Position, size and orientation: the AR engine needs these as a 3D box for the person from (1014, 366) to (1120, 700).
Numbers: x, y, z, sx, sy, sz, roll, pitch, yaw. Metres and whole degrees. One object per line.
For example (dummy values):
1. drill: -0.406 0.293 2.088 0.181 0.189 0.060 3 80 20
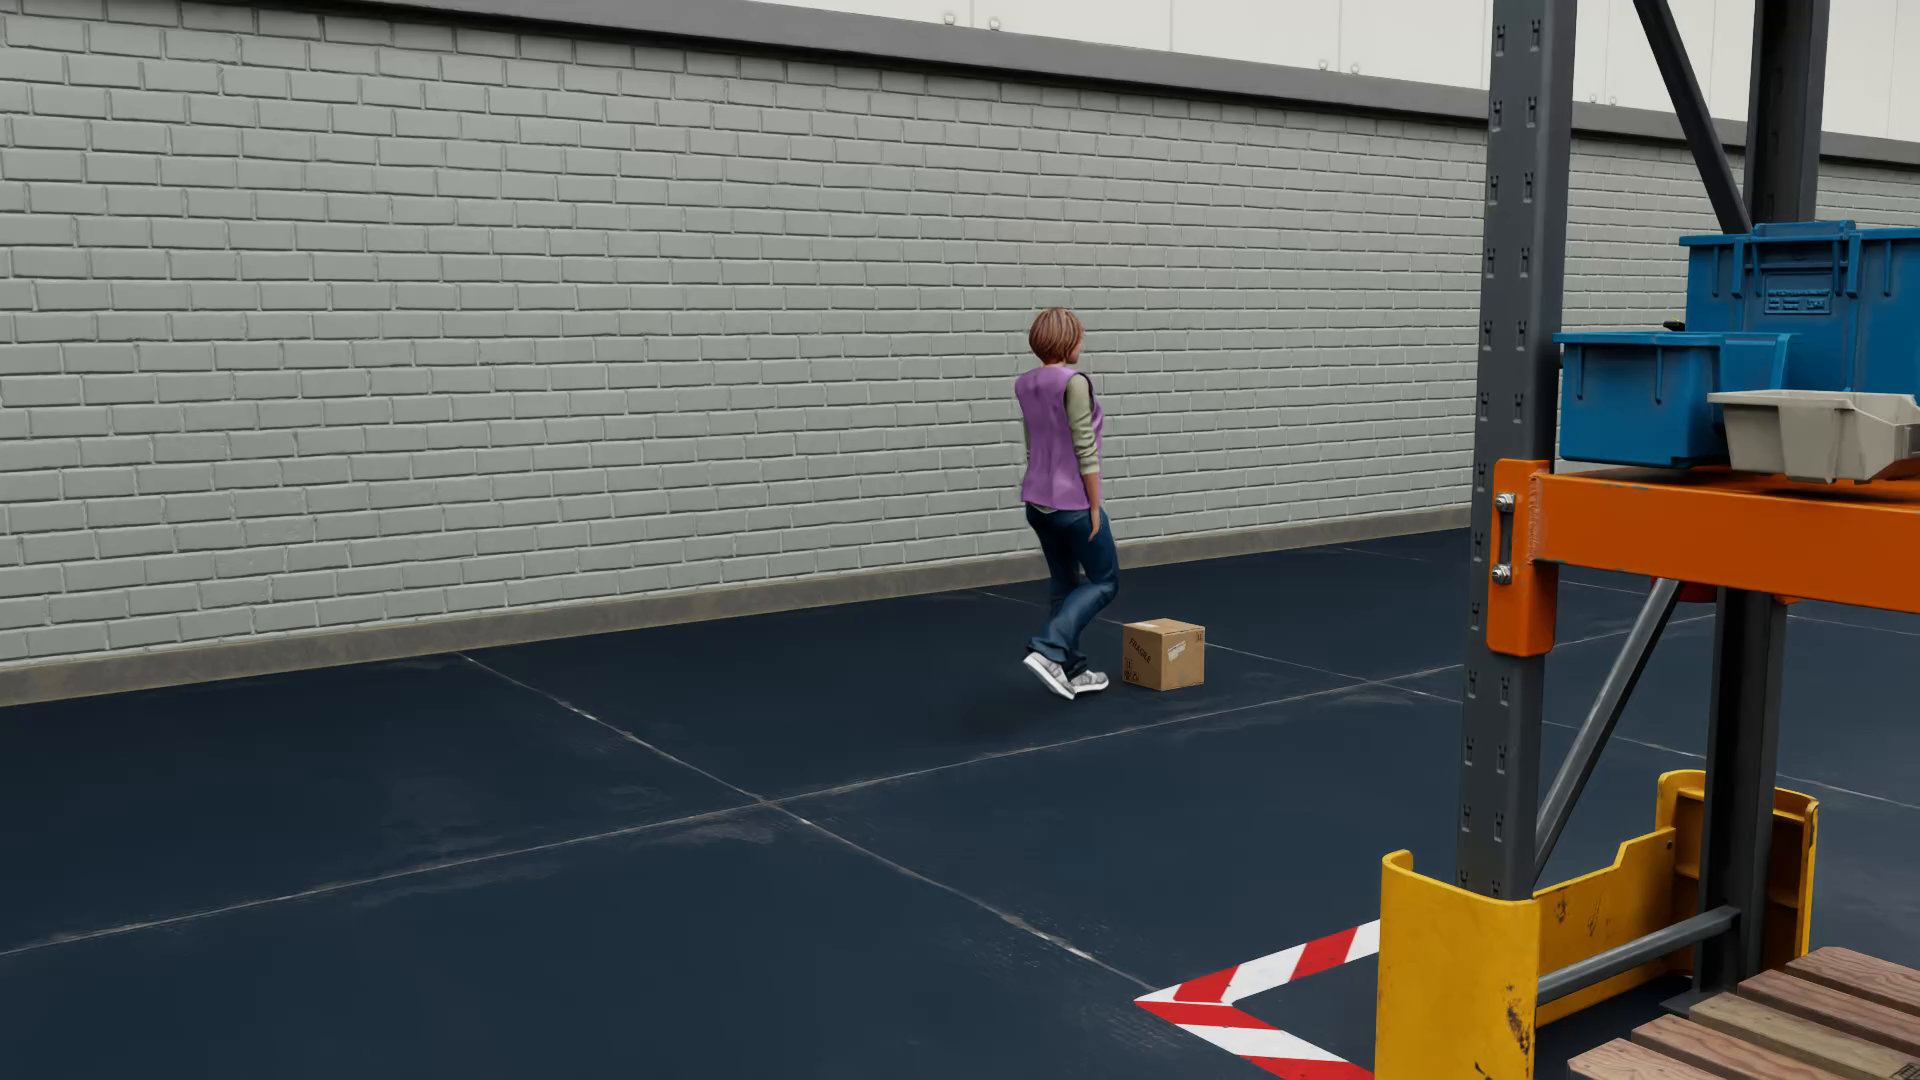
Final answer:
1. person: 0.435 -0.021 6.716 0.594 1.362 0.436 -6 10 -38
